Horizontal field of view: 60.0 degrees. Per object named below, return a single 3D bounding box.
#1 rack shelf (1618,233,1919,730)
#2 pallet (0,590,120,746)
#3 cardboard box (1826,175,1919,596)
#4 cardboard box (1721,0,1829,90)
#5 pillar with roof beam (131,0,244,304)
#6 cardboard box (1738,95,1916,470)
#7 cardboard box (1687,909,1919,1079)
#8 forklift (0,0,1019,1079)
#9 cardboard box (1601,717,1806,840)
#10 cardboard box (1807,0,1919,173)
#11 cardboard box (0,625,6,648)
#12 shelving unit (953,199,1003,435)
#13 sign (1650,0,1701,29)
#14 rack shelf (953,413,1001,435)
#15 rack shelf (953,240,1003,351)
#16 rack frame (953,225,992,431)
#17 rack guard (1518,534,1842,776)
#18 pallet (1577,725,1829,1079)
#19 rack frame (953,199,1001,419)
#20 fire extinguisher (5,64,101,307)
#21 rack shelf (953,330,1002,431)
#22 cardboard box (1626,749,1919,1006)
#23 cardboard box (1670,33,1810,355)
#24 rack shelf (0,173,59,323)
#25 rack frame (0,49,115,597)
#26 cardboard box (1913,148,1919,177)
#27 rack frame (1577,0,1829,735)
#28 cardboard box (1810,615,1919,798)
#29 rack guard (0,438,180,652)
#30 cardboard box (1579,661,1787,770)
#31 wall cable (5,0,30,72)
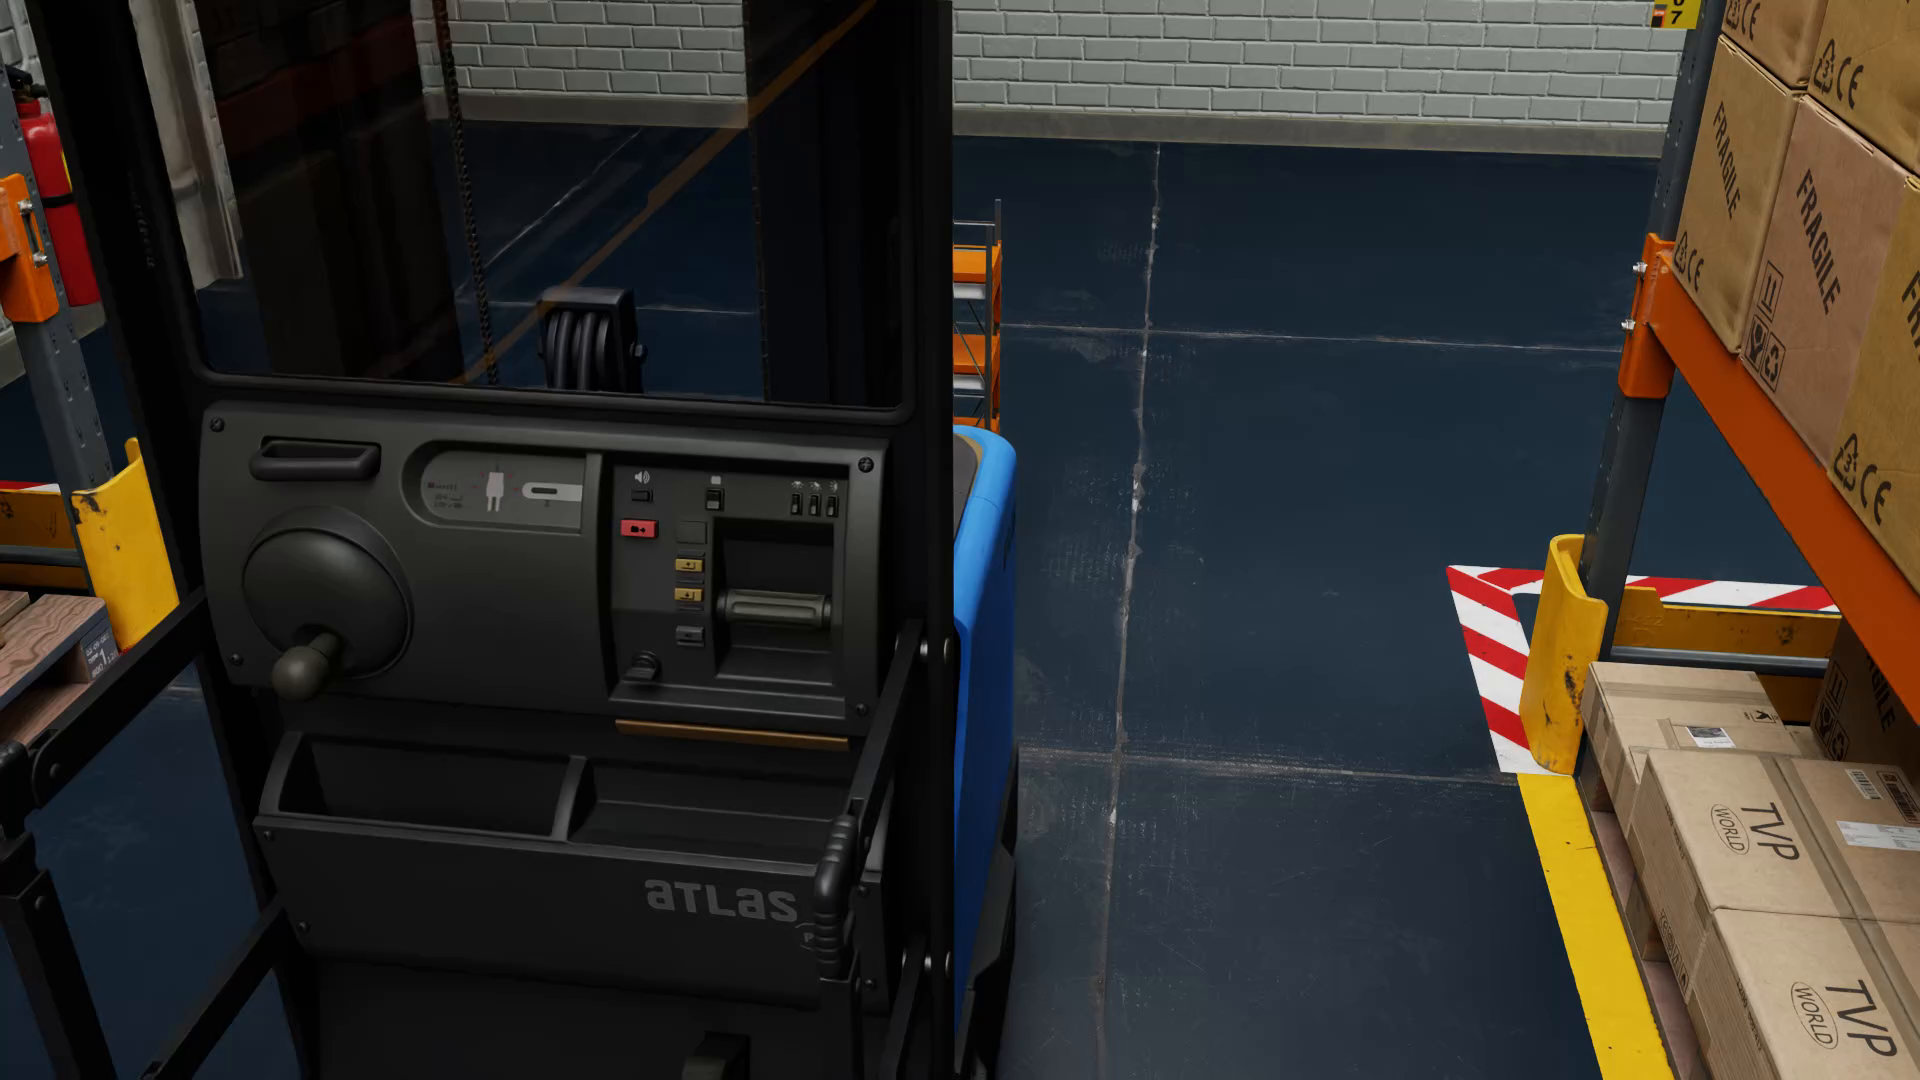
[{"bbox_3d":[1.814,0.439,2.032,1.077,0.370,4.000,3,28,6],"label":"rack shelf"},{"bbox_3d":[-2.878,0.503,4.094,1.003,0.211,1.213,3,28,6],"label":"pallet"},{"bbox_3d":[1.620,-0.191,2.336,0.500,0.500,0.500,3,28,6],"label":"cardboard box"},{"bbox_3d":[1.743,-1.110,2.989,0.500,0.500,0.500,4,29,8],"label":"cardboard box"},{"bbox_3d":[0.887,-4.818,4.705,9.100,9.000,0.400,3,28,6],"label":"pillar with roof beam"},{"bbox_3d":[1.685,-0.427,2.774,0.500,0.500,0.500,3,28,6],"label":"cardboard box"},{"bbox_3d":[1.588,0.907,2.838,0.500,0.250,0.500,3,28,6],"label":"cardboard box"},{"bbox_3d":[-0.587,0.080,2.012,1.130,2.935,3.031,4,29,7],"label":"forklift"},{"bbox_3d":[1.636,0.529,3.629,0.380,0.166,0.250,3,28,6],"label":"cardboard box"},{"bbox_3d":[1.686,-0.864,2.531,0.500,0.500,0.500,4,29,7],"label":"cardboard box"},{"bbox_3d":[-2.845,0.145,4.011,0.700,0.500,0.500,3,28,6],"label":"cardboard box"},{"bbox_3d":[0.007,-0.487,5.048,0.215,1.050,0.252,3,28,6],"label":"shelving unit"},{"bbox_3d":[1.520,-1.232,3.462,0.100,0.325,0.005,3,28,6],"label":"sign"},{"bbox_3d":[0.007,-0.233,5.185,0.215,0.259,0.240,3,28,6],"label":"rack shelf"},{"bbox_3d":[0.007,-0.728,4.918,0.215,0.259,0.240,3,28,6],"label":"rack shelf"},{"bbox_3d":[-0.008,-0.430,4.941,0.200,1.050,0.008,3,28,6],"label":"rack frame"},{"bbox_3d":[2.049,0.317,4.135,1.175,0.500,0.348,3,28,6],"label":"rack guard"},{"bbox_3d":[1.953,0.819,3.507,1.003,0.211,1.213,3,28,6],"label":"pallet"},{"bbox_3d":[0.022,-0.545,5.154,0.200,1.050,0.008,3,28,6],"label":"rack frame"},{"bbox_3d":[-2.382,-0.952,4.329,0.296,0.674,0.183,3,28,6],"label":"fire extinguisher"},{"bbox_3d":[0.007,-0.478,5.053,0.215,0.259,0.240,3,28,6],"label":"rack shelf"},{"bbox_3d":[1.649,0.672,3.275,0.500,0.250,0.500,3,28,6],"label":"cardboard box"},{"bbox_3d":[1.743,-0.670,3.226,0.500,0.500,0.500,4,29,7],"label":"cardboard box"},{"bbox_3d":[-3.103,0.152,2.563,1.077,0.370,4.000,3,28,6],"label":"rack shelf"},{"bbox_3d":[-2.858,-1.106,4.140,1.000,3.000,0.127,3,28,6],"label":"rack frame"},{"bbox_3d":[1.620,-0.629,2.094,0.500,0.500,0.500,4,29,7],"label":"cardboard box"},{"bbox_3d":[2.059,-0.820,3.609,1.000,3.000,0.127,3,28,6],"label":"rack frame"},{"bbox_3d":[2.237,0.357,3.596,0.500,0.500,0.500,3,28,6],"label":"cardboard box"},{"bbox_3d":[-2.855,-0.017,4.754,1.175,0.500,0.348,3,28,6],"label":"rack guard"},{"bbox_3d":[1.666,0.419,3.852,0.380,0.149,0.250,3,28,6],"label":"cardboard box"},{"bbox_3d":[-3.640,-2.211,5.120,0.084,1.984,1.851,3,28,6],"label":"wall cable"}]
